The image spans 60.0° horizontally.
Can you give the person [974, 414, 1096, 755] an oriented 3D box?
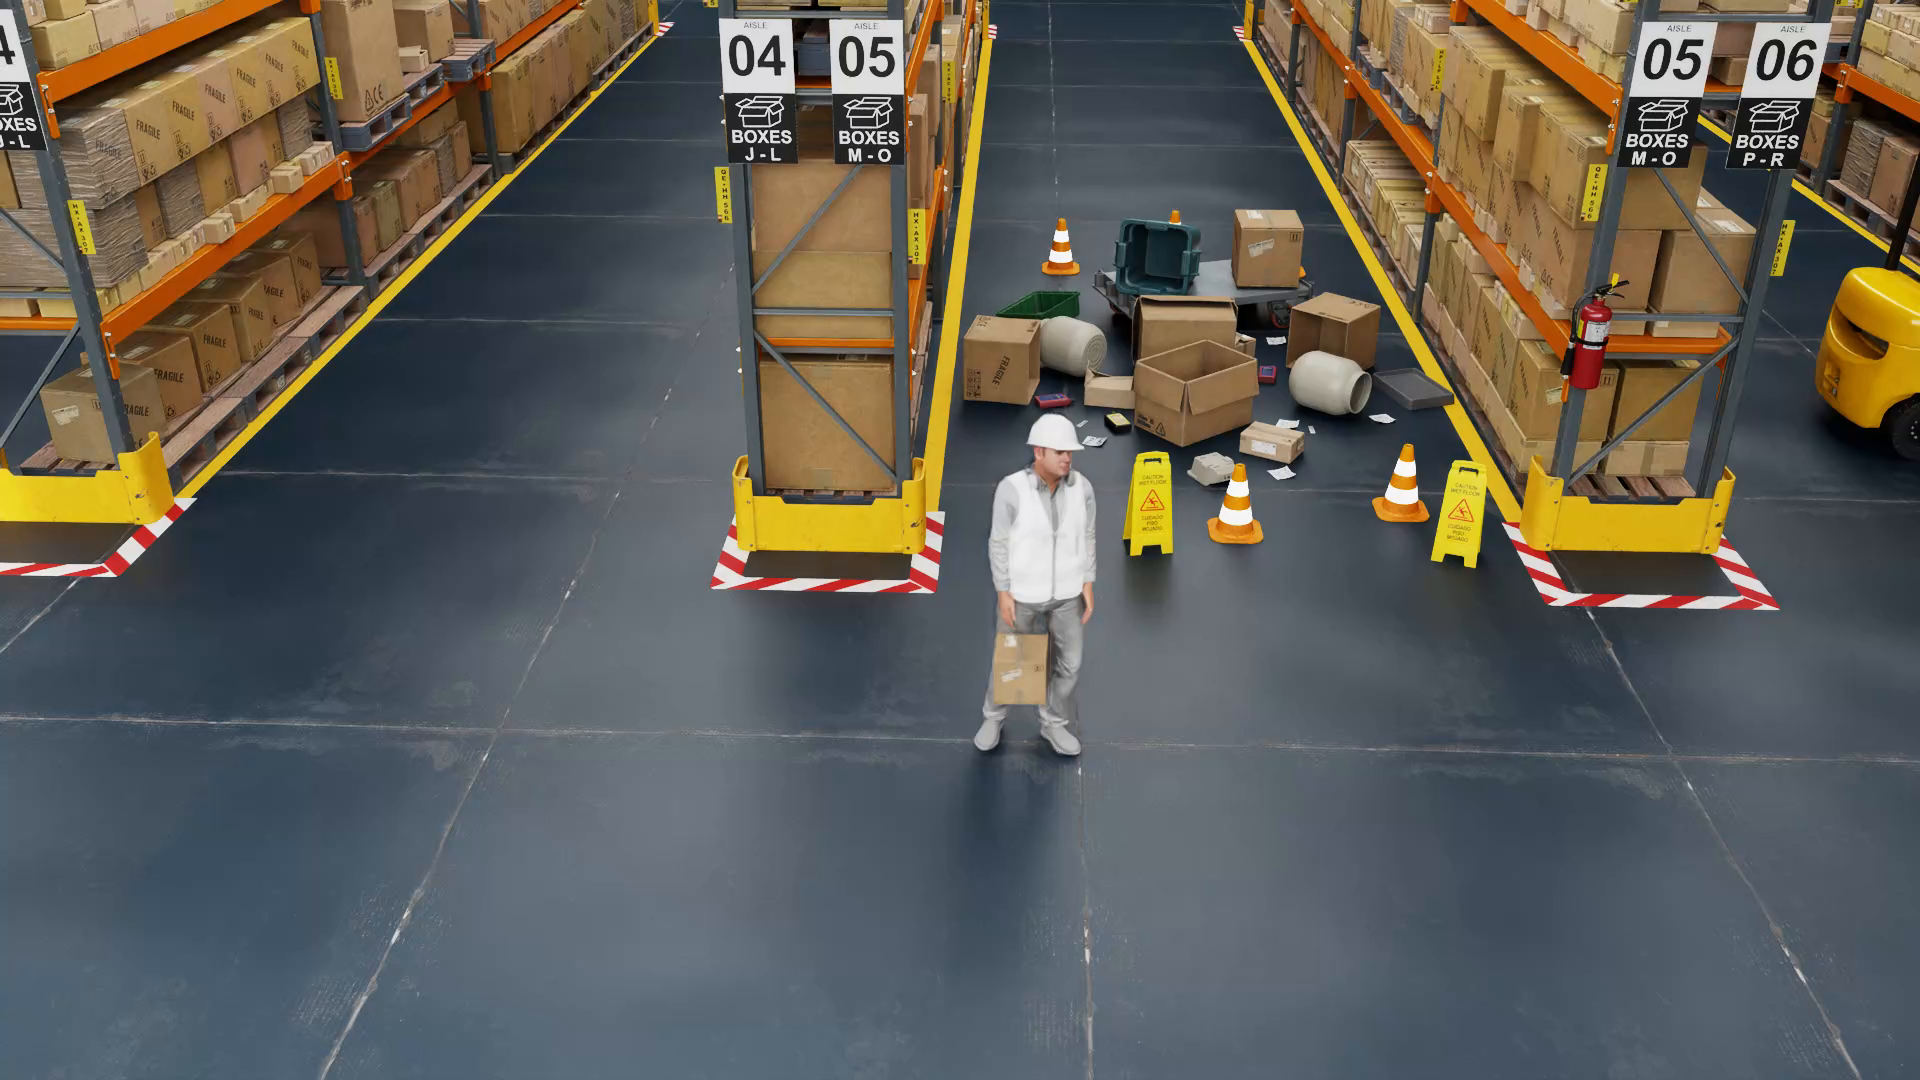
[{"bbox_3d":[0.375,0.243,8.137,0.614,1.768,0.438,-8,29,-14],"label":"person"}]
